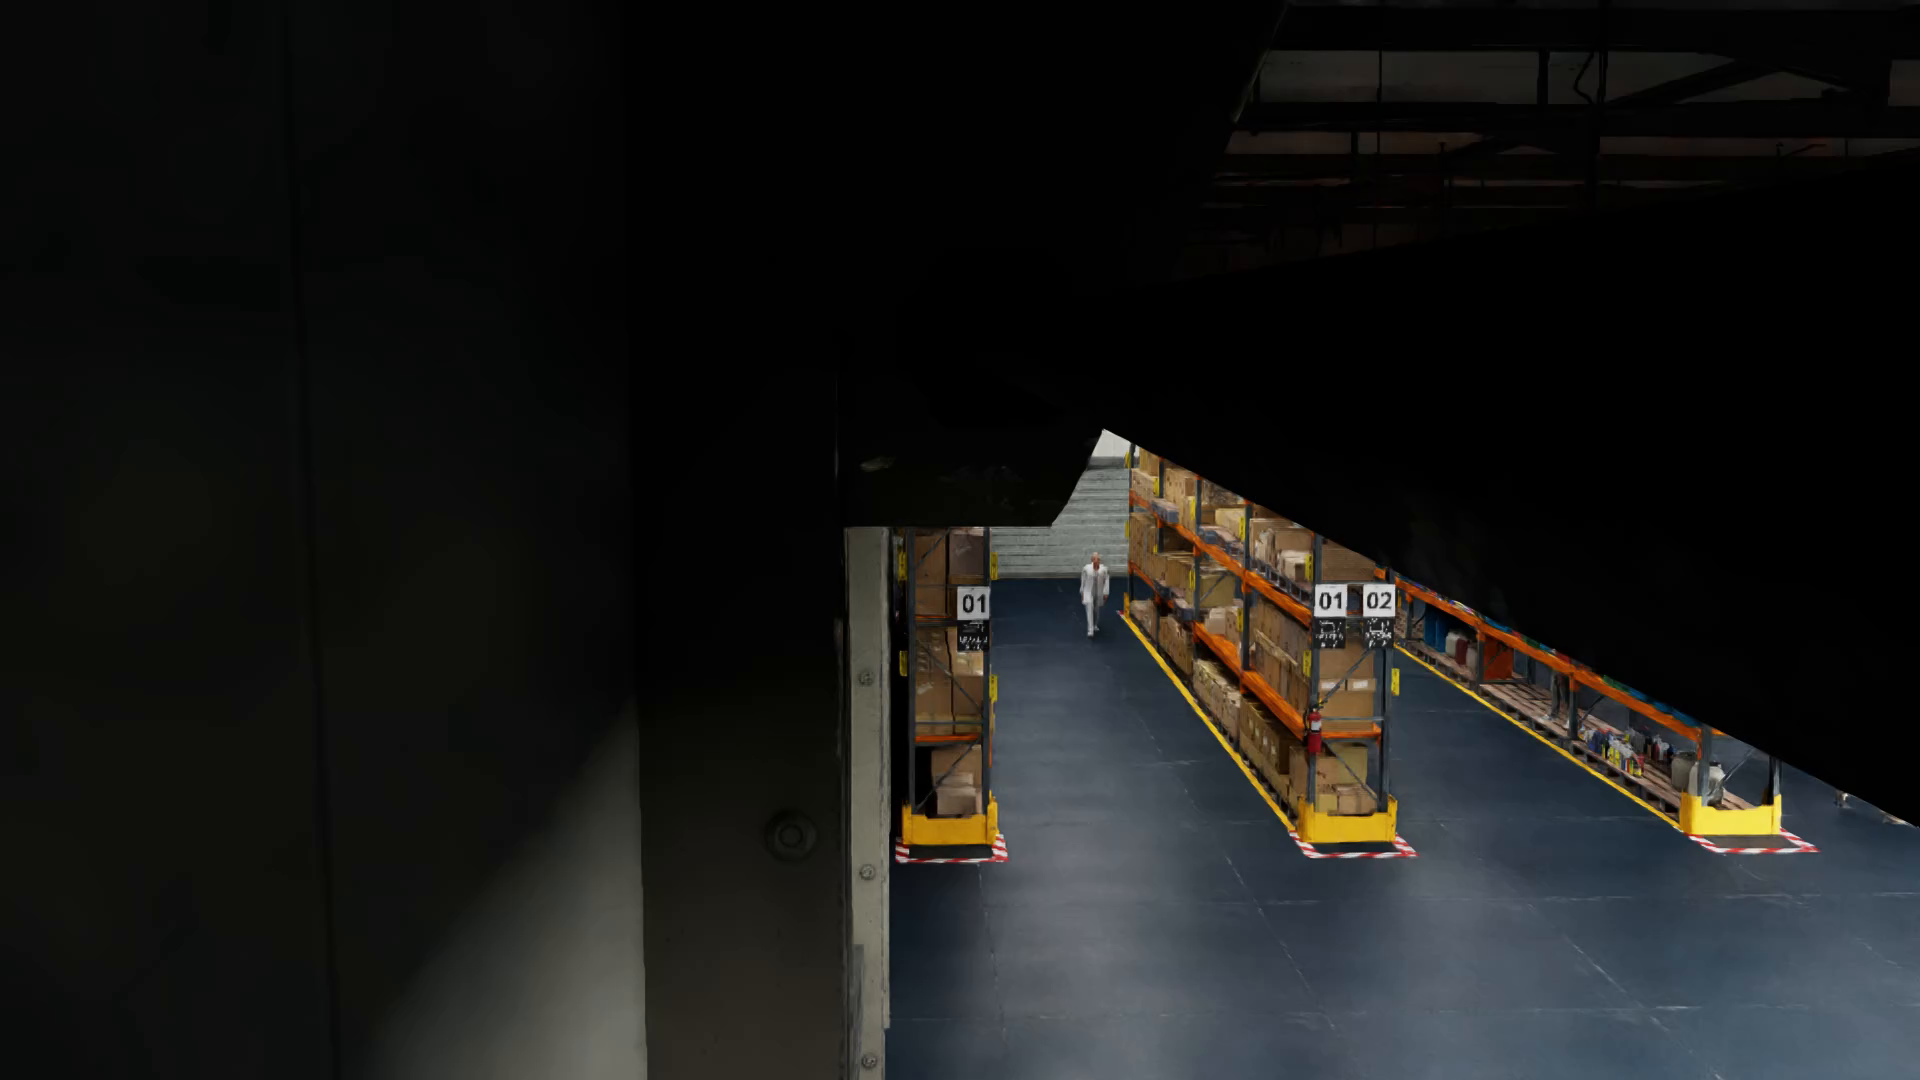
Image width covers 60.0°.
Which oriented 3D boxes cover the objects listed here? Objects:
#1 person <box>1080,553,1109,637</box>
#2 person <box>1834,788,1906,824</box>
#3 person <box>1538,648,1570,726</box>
[{"bbox_3d":[2.779,1.106,34.196,0.588,1.678,1.193,-1,7,-4],"label":"person"},{"bbox_3d":[11.703,2.764,21.415,0.542,1.645,1.126,0,7,0],"label":"person"},{"bbox_3d":[9.241,2.040,25.652,0.524,1.588,0.604,1,7,8],"label":"person"}]
